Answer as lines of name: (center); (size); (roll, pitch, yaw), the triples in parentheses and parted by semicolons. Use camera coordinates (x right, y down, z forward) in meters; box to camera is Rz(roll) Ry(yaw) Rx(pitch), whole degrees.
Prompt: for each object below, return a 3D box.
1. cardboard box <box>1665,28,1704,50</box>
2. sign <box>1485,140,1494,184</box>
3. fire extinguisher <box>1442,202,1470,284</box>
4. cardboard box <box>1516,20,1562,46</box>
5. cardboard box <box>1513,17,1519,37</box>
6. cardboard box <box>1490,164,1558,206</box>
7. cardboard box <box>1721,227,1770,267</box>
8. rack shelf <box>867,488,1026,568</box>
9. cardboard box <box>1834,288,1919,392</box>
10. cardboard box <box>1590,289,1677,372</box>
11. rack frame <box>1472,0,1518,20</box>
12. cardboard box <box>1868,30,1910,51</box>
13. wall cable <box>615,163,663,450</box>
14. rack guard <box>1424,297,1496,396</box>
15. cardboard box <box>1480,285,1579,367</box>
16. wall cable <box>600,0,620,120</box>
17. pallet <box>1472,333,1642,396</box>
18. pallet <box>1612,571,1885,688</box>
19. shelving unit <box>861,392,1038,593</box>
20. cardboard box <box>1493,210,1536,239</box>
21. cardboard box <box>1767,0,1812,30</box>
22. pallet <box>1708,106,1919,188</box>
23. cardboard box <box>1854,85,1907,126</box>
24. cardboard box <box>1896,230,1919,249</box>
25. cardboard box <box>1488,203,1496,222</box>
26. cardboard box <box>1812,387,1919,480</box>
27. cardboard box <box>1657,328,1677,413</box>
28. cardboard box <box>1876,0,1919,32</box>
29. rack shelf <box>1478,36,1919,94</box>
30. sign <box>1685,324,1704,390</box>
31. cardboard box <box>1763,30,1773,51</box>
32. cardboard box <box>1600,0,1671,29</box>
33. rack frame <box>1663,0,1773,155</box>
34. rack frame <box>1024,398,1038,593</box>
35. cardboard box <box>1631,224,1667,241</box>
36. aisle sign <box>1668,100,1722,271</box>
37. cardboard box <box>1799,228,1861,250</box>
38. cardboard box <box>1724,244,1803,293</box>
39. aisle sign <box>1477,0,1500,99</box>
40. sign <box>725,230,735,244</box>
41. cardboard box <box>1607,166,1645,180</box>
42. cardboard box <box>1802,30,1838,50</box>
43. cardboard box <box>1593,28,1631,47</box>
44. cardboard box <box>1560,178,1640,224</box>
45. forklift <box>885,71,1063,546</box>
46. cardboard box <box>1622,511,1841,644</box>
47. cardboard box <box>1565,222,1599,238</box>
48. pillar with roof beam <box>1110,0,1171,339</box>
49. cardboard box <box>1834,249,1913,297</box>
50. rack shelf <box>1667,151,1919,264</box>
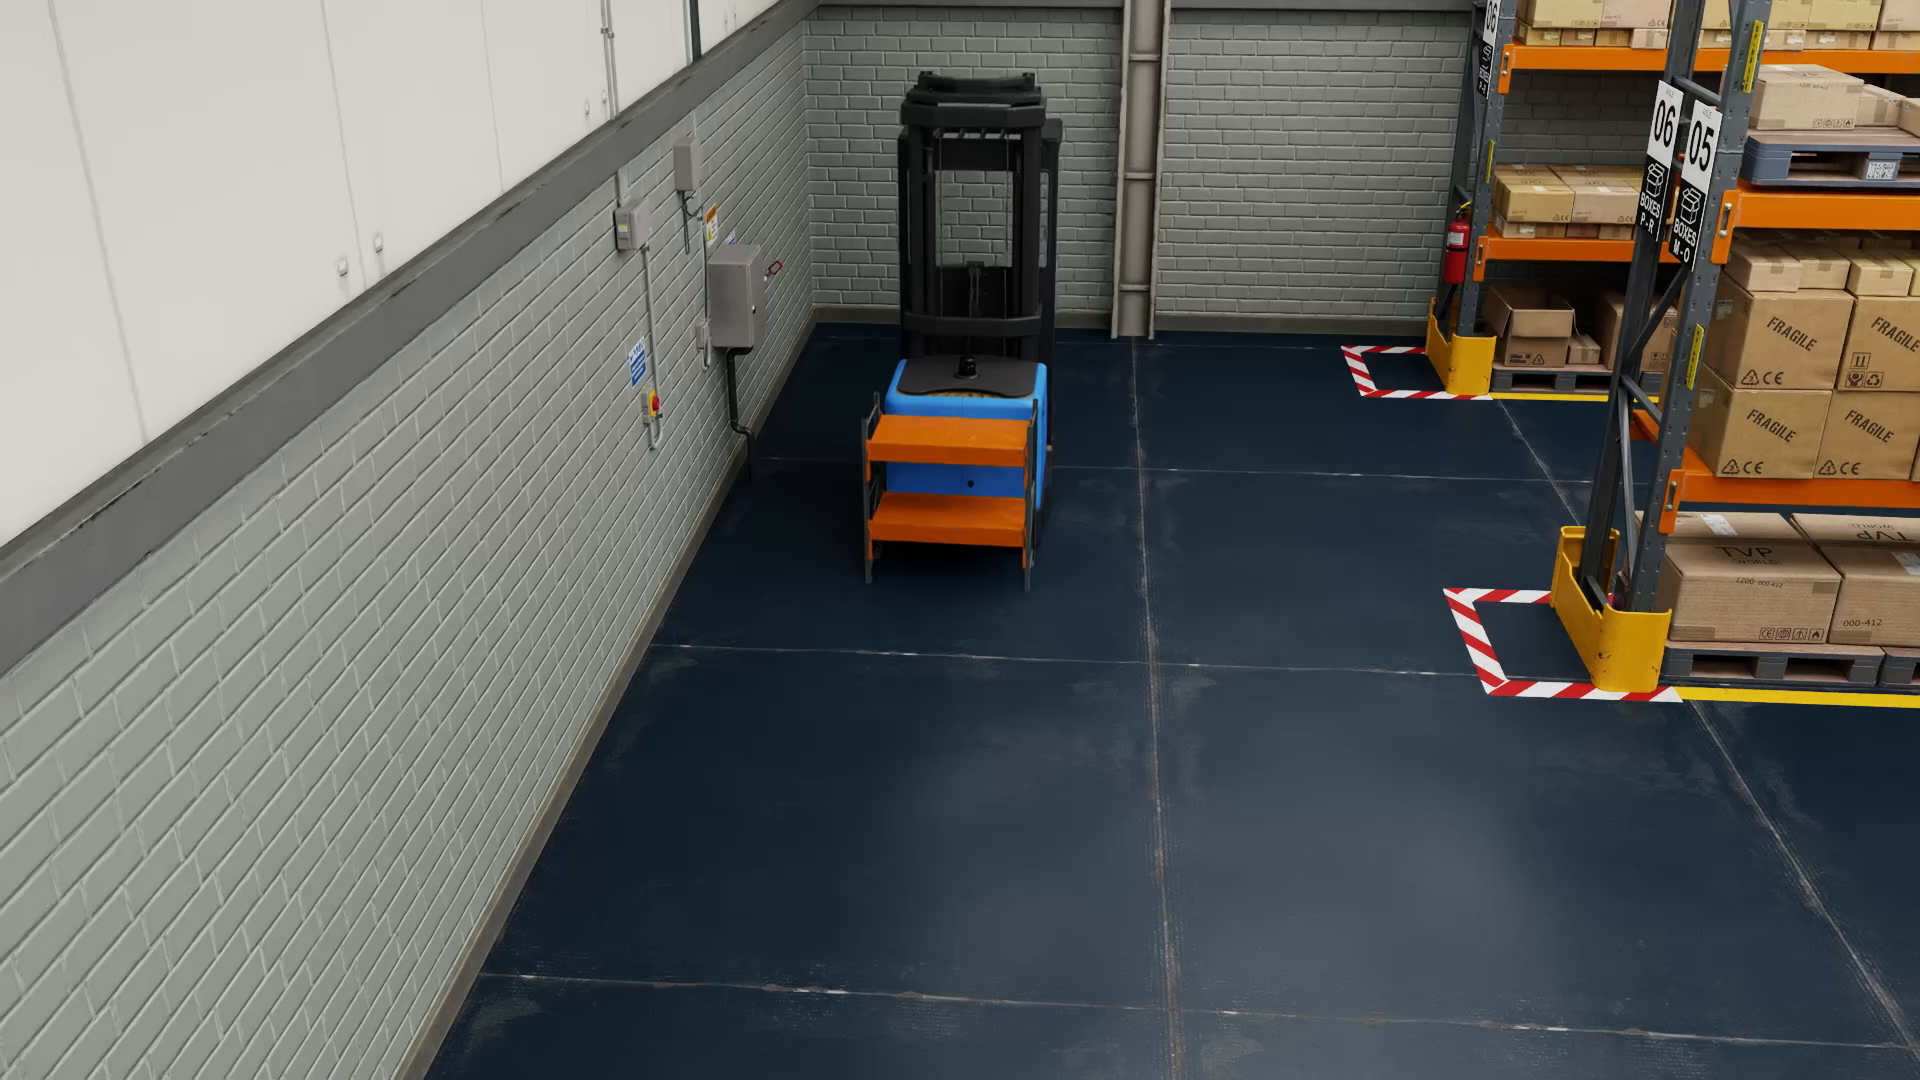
cardboard box: (5.534, -3.887, 12.821); (0.250, 0.149, 0.380); (2, 25, 4)
sign: (4.172, -2.981, 13.105); (0.005, 0.325, 0.100); (2, 25, 4)
fire extinguisher: (4.032, -2.422, 13.463); (0.183, 0.674, 0.296); (2, 25, 4)
cardboard box: (4.514, -3.956, 12.970); (0.250, 0.149, 0.380); (2, 25, 5)
cardboard box: (4.551, -4.149, 13.391); (0.250, 0.149, 0.380); (2, 25, 5)
cardboard box: (4.693, -2.977, 13.955); (0.500, 0.250, 0.500); (3, 25, 6)
cardboard box: (4.211, -1.612, 9.072); (0.250, 0.149, 0.380); (2, 25, 5)
rack shelf: (-0.055, -0.082, 10.667); (1.000, 0.278, 0.538); (3, 25, 6)
cardboard box: (4.810, -1.097, 8.731); (0.500, 0.500, 0.500); (1, 25, 3)
cardboard box: (5.666, -1.767, 13.989); (0.500, 0.500, 0.700); (3, 25, 6)
rack frame: (4.214, -5.540, 12.524); (0.127, 3.000, 1.000); (2, 25, 4)
cardboard box: (7.066, -3.854, 12.750); (0.250, 0.149, 0.380); (2, 25, 4)
wall cable: (-1.786, -1.392, 9.434); (0.123, 1.953, 0.585); (2, 25, 4)
rack guard: (4.290, -1.676, 14.295); (0.348, 0.500, 1.175); (2, 25, 4)
cardboard box: (4.816, -1.812, 14.083); (0.637, 0.503, 0.797); (1, 25, 2)
wall cable: (-1.856, -3.535, 8.168); (0.029, 3.000, 0.463); (2, 25, 4)
pallet: (5.085, -1.520, 14.301); (1.213, 0.211, 1.003); (2, 25, 4)
pallet: (4.641, 0.514, 9.880); (1.213, 0.211, 1.003); (2, 25, 4)
shelving unit: (-0.055, -0.304, 10.565); (1.048, 1.125, 0.538); (3, 25, 6)
cardboard box: (4.521, -2.575, 13.559); (0.250, 0.149, 0.380); (2, 25, 4)
cardboard box: (6.171, -4.080, 12.763); (0.500, 0.250, 0.500); (1, 25, 3)
pallet: (4.578, -2.048, 8.631); (1.213, 0.211, 1.003); (2, 25, 4)
cardboard box: (4.717, -2.273, 8.692); (0.250, 0.149, 0.380); (0, 25, 0)
cardboard box: (5.233, -1.577, 8.998); (0.250, 0.149, 0.380); (2, 25, 4)
cardboard box: (4.565, -2.801, 14.050); (0.250, 0.149, 0.380); (2, 25, 3)
cardboard box: (4.801, -0.651, 8.957); (0.500, 0.500, 0.500); (1, 25, 3)
cardboard box: (4.339, -0.886, 9.467); (0.500, 0.500, 0.500); (2, 25, 4)
cardboard box: (7.183, -4.039, 12.675); (0.500, 0.250, 0.500); (1, 25, 2)
rack shelf: (6.208, -3.786, 13.162); (4.000, 0.370, 1.077); (2, 25, 4)
sign: (3.789, -0.944, 8.582); (0.005, 0.325, 0.100); (2, 25, 4)
cardboard box: (6.035, -3.866, 12.776); (0.250, 0.149, 0.380); (2, 25, 4)
cardboard box: (5.144, -4.108, 12.825); (0.500, 0.250, 0.500); (2, 25, 5)
rack frame: (3.838, -3.471, 8.027); (0.127, 3.000, 1.000); (2, 25, 4)
rack frame: (0.450, -0.279, 10.511); (0.032, 1.125, 0.500); (3, 25, 6)
cardboard box: (5.555, -2.553, 13.510); (0.250, 0.149, 0.380); (2, 25, 5)
aisle sign: (3.744, -1.808, 8.480); (0.004, 0.787, 0.394); (2, 25, 4)
cardboard box: (4.730, -1.640, 9.135); (0.250, 0.149, 0.380); (2, 25, 3)
cardboard box: (4.170, -1.413, 8.641); (0.250, 0.149, 0.380); (2, 25, 5)
aisle sign: (4.123, -3.875, 12.973); (0.004, 0.787, 0.394); (2, 25, 4)
sign: (-1.649, -1.956, 12.027); (0.001, 0.494, 0.329); (2, 25, 4)
cardboard box: (5.700, -2.942, 13.880); (0.500, 0.250, 0.500); (3, 25, 6)
cardboard box: (6.549, -3.881, 12.807); (0.250, 0.149, 0.380); (2, 25, 5)
cardboard box: (5.032, -3.943, 12.943); (0.250, 0.149, 0.380); (2, 25, 4)
cardboard box: (5.148, -2.738, 13.436); (0.500, 0.250, 0.500); (2, 25, 5)
forklift: (0.145, -1.875, 11.817); (1.130, 2.935, 3.031); (2, 25, 5)
cardboard box: (4.503, 0.207, 9.774); (0.875, 0.438, 0.875); (1, 25, 2)
cardboard box: (5.042, -2.593, 13.596); (0.250, 0.149, 0.380); (2, 25, 3)
pillar with roof beam: (1.265, -4.207, 9.628); (0.400, 9.000, 9.100); (2, 25, 4)
cardboard box: (4.688, -1.378, 8.565); (0.250, 0.149, 0.380); (3, 25, 6)
rack shelf: (5.832, -1.717, 8.666); (4.000, 0.370, 1.077); (2, 25, 4)
